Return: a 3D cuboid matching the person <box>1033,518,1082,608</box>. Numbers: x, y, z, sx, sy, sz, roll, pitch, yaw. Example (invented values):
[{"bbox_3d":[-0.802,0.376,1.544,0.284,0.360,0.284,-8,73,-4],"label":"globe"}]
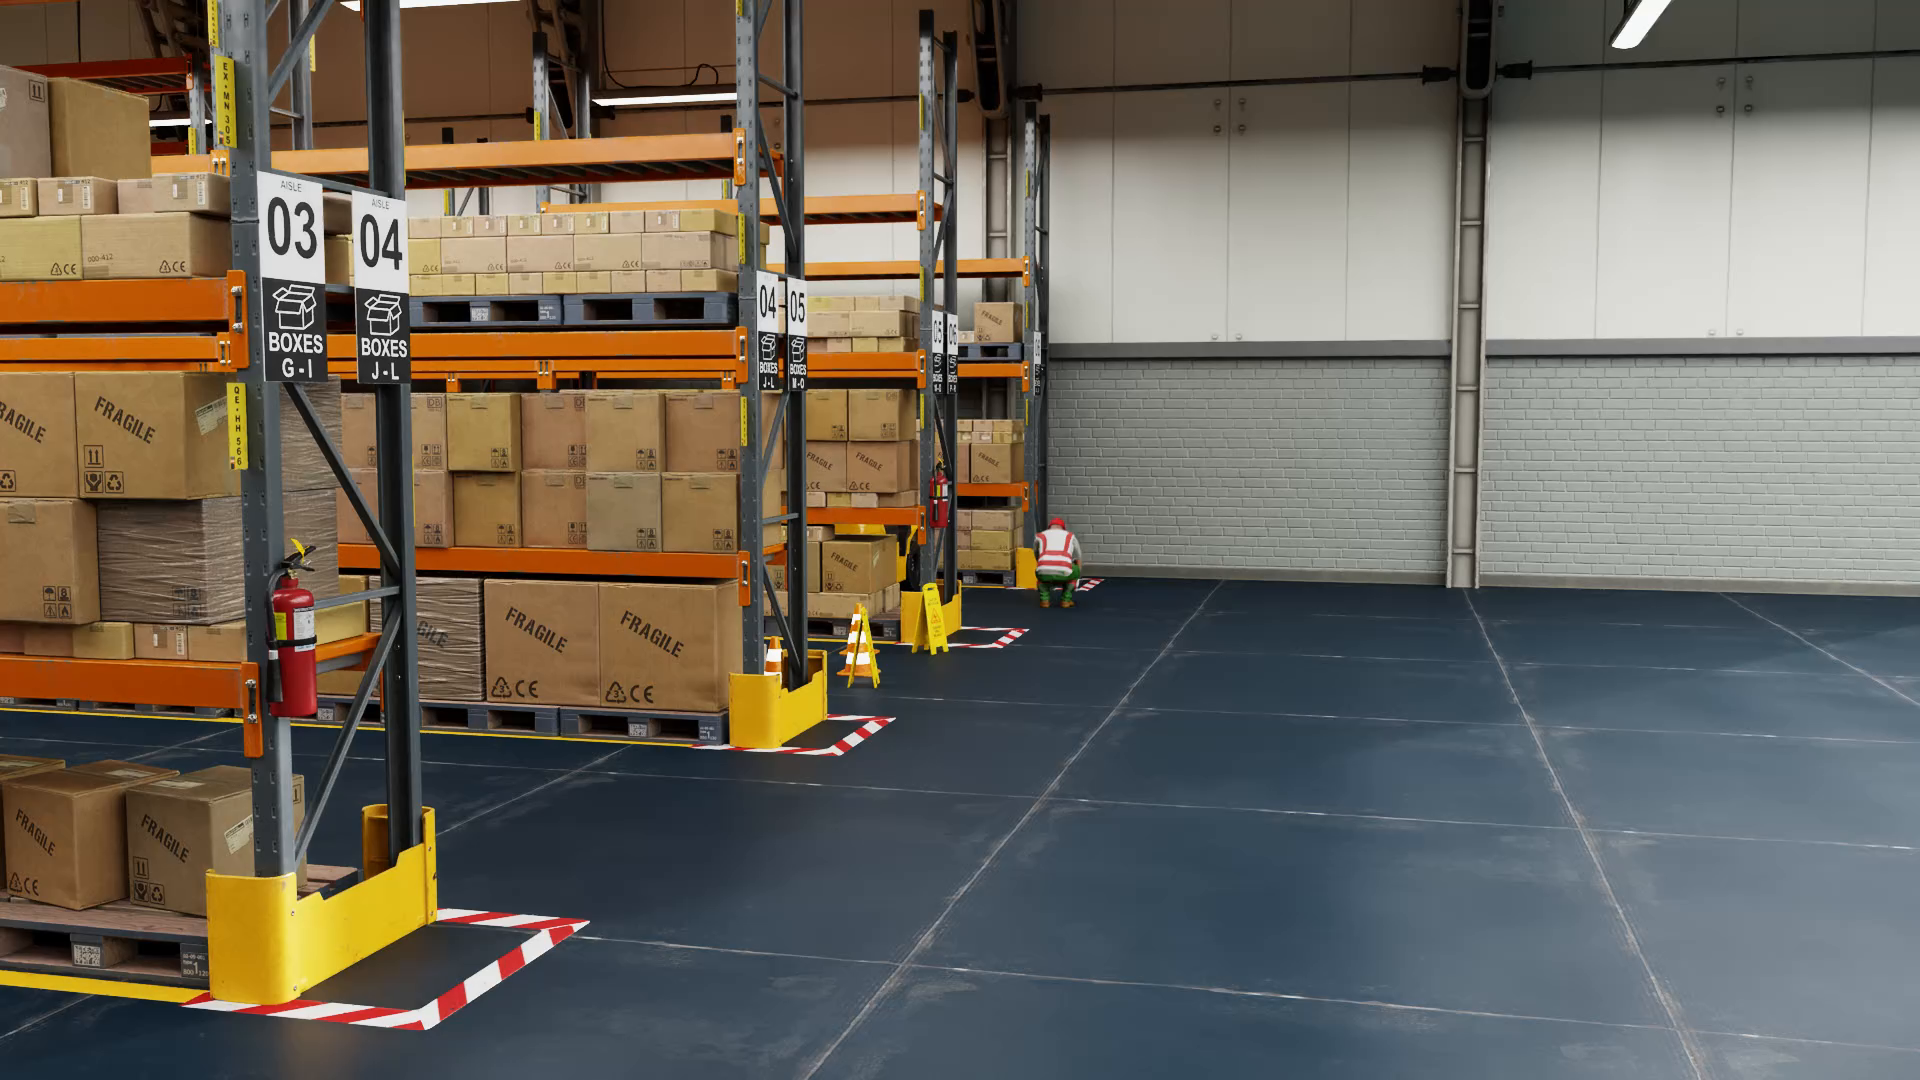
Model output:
[{"bbox_3d":[1.100,0.260,19.042,0.565,0.991,0.875,1,5,14],"label":"person"}]
